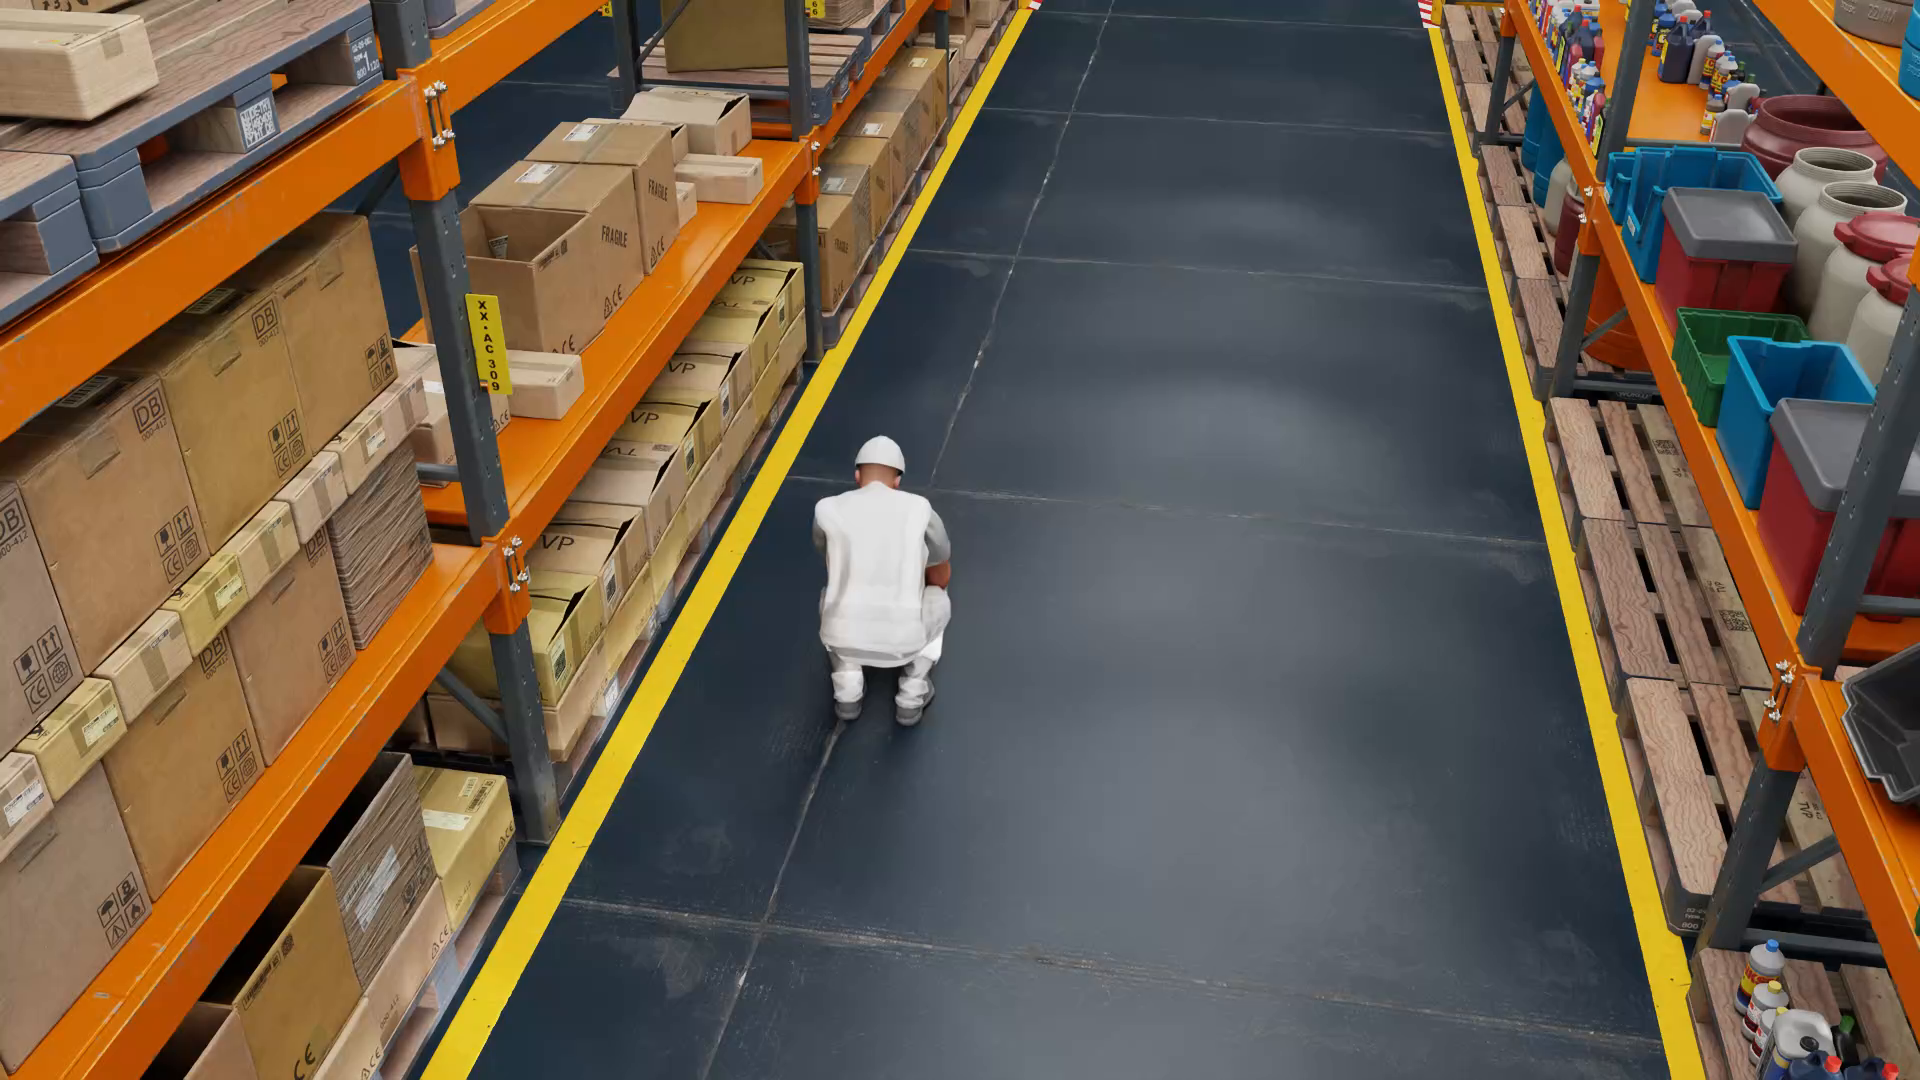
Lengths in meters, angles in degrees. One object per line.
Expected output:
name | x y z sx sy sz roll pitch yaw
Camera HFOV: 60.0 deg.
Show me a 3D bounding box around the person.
person | -0.305 0.166 6.610 0.556 0.991 0.880 5 32 8
